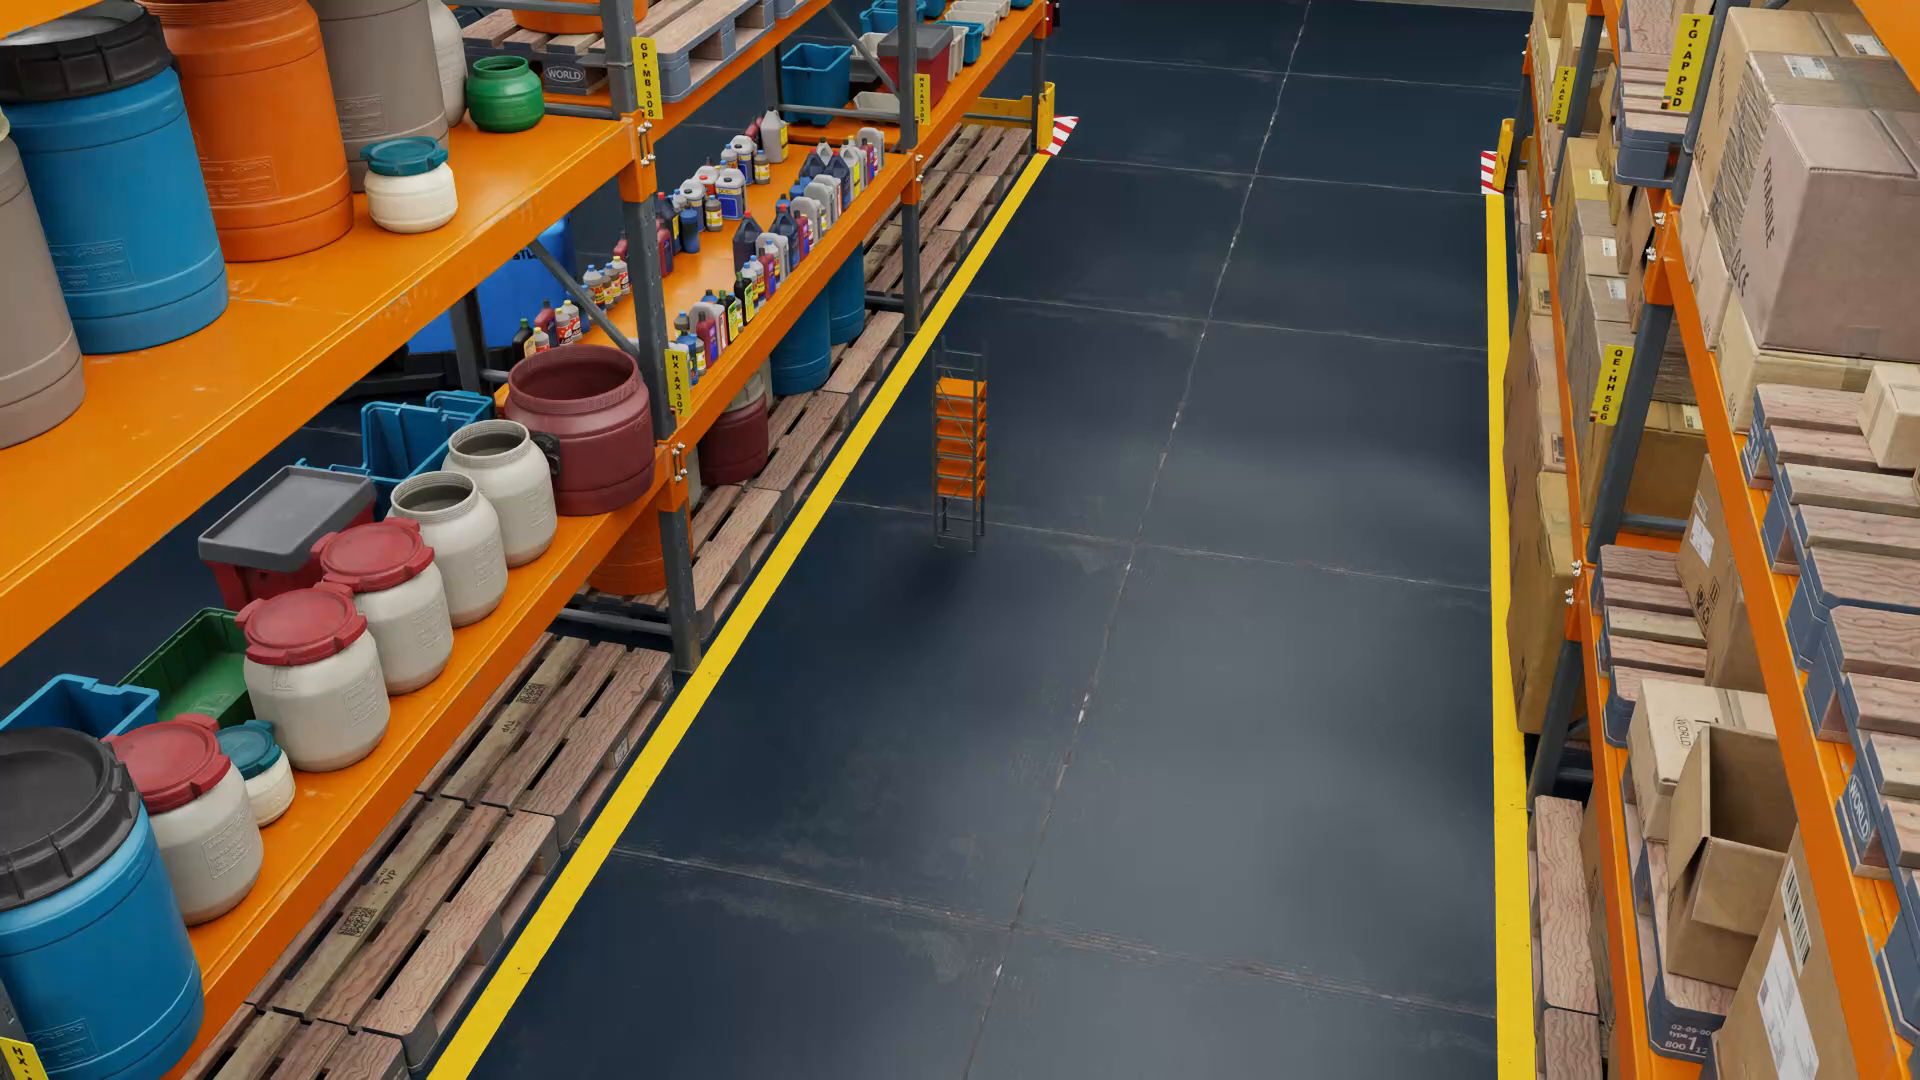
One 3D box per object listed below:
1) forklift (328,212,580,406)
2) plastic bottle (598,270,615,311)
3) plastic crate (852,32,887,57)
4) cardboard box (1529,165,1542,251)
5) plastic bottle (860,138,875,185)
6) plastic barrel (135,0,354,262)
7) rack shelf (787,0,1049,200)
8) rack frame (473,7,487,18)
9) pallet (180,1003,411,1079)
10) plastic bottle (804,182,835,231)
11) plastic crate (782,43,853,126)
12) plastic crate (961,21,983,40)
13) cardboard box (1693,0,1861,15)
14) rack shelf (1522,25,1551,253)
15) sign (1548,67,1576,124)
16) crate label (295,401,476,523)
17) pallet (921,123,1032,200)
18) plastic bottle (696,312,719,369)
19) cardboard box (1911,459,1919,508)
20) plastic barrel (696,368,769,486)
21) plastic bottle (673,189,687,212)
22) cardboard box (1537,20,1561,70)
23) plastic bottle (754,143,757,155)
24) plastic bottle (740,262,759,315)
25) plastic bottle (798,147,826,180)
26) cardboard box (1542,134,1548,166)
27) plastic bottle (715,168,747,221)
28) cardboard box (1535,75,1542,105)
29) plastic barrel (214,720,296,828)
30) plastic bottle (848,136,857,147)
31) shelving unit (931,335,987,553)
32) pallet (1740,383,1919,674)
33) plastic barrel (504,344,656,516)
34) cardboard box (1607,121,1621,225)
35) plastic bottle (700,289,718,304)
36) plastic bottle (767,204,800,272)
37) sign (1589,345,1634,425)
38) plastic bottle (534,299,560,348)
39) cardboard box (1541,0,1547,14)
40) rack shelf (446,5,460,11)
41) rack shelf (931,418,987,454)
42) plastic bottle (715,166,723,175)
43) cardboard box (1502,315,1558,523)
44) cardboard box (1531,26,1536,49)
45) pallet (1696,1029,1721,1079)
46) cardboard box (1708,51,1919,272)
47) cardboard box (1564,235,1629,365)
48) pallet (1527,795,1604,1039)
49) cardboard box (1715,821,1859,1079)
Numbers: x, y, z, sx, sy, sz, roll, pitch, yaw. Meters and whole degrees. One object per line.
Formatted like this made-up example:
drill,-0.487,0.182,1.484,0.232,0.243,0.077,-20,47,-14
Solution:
forklift,-4.027,-2.376,10.256,3.031,2.935,1.130,-6,33,-9
plastic bottle,-1.868,-1.312,8.702,0.097,0.201,0.097,0,32,0
plastic crate,-0.621,-3.632,12.357,0.293,0.136,0.466,8,33,12
cardboard box,4.718,-2.640,12.196,0.875,0.875,0.875,8,33,12
plastic bottle,-0.574,-2.349,10.258,0.061,0.283,0.133,8,33,12
plastic barrel,-2.371,-1.409,5.474,0.600,0.830,0.708,8,33,12
rack shelf,-0.264,-3.508,12.642,1.077,0.370,4.000,8,33,12
rack frame,-4.547,-5.525,15.146,1.000,3.000,0.127,8,33,12
pallet,-2.640,2.142,5.684,1.003,0.211,1.213,8,33,12
plastic bottle,-0.814,-1.951,9.639,0.152,0.276,0.135,8,33,12
plastic crate,-0.983,-3.081,11.259,0.392,0.384,0.575,8,33,12
plastic crate,0.020,-3.863,12.720,0.298,0.136,0.250,8,33,12
cardboard box,3.089,-1.836,6.059,0.797,0.503,0.637,10,34,15
rack shelf,4.526,-2.833,11.581,1.077,0.370,4.000,8,33,12
sign,3.482,-2.573,9.620,0.100,0.325,0.005,8,33,12
crate label,-2.301,-0.234,6.789,0.502,0.435,0.616,8,33,12
pallet,-0.004,-3.250,14.165,1.003,0.211,1.213,8,33,12
plastic bottle,-1.237,-0.993,8.125,0.061,0.283,0.133,8,33,12
cardboard box,2.442,-0.154,3.412,0.797,0.503,0.637,9,34,14
plastic barrel,-1.393,-0.699,9.411,0.600,0.588,0.708,8,33,12
plastic bottle,-1.608,-1.873,9.521,0.097,0.271,0.097,0,32,0
cardboard box,4.395,-3.494,11.812,0.500,0.250,0.500,7,33,11
plastic bottle,-1.323,-2.426,10.455,0.097,0.201,0.097,0,32,0
plastic bottle,-1.099,-1.309,8.634,0.097,0.271,0.097,0,32,0
plastic bottle,-0.875,-2.155,9.889,0.144,0.351,0.185,8,33,12
cardboard box,3.910,-2.463,10.562,0.380,0.149,0.250,7,33,12
plastic bottle,-1.346,-2.031,9.765,0.152,0.276,0.135,8,33,12
cardboard box,4.236,-3.131,11.613,0.380,0.149,0.250,7,33,11
plastic barrel,-2.318,0.771,5.371,0.301,0.262,0.301,0,32,0
plastic bottle,-0.685,-2.448,10.490,0.097,0.201,0.097,0,32,0
shelving unit,-0.004,-0.499,8.916,0.258,1.200,0.189,8,33,12
pallet,2.509,0.021,3.800,1.213,0.211,1.003,8,33,12
plastic barrel,-1.612,-0.473,7.071,0.600,0.536,0.708,8,33,12
cardboard box,3.679,-1.877,8.379,0.797,0.503,0.637,8,33,13
plastic bottle,-1.250,-1.129,8.349,0.097,0.271,0.097,0,32,0
plastic bottle,-0.968,-1.659,9.110,0.144,0.351,0.185,8,33,12
sign,2.466,-0.586,6.296,0.100,0.325,0.005,8,33,12
plastic bottle,-2.038,-1.036,8.193,0.061,0.283,0.133,8,33,12
cardboard box,4.524,-4.082,12.038,0.500,0.500,0.500,7,33,11
rack shelf,-5.055,-4.184,13.706,1.077,0.370,4.000,8,33,12
rack shelf,-0.004,-0.563,8.876,0.258,0.103,0.180,8,33,12
plastic bottle,-1.456,-2.154,10.027,0.097,0.201,0.097,0,32,0
cardboard box,3.650,-0.581,8.957,1.225,0.875,0.875,7,33,11
cardboard box,4.561,-3.796,12.659,0.380,0.149,0.250,8,33,12
pallet,2.323,1.757,3.870,1.003,0.211,1.213,8,33,12
cardboard box,2.503,-1.071,4.783,0.500,0.500,0.500,8,33,13
cardboard box,3.280,-1.147,8.165,0.500,0.500,0.500,9,33,13
pallet,2.804,1.559,6.601,1.003,0.211,1.213,8,33,12
cardboard box,2.326,1.229,3.571,1.000,1.000,1.000,8,33,13
